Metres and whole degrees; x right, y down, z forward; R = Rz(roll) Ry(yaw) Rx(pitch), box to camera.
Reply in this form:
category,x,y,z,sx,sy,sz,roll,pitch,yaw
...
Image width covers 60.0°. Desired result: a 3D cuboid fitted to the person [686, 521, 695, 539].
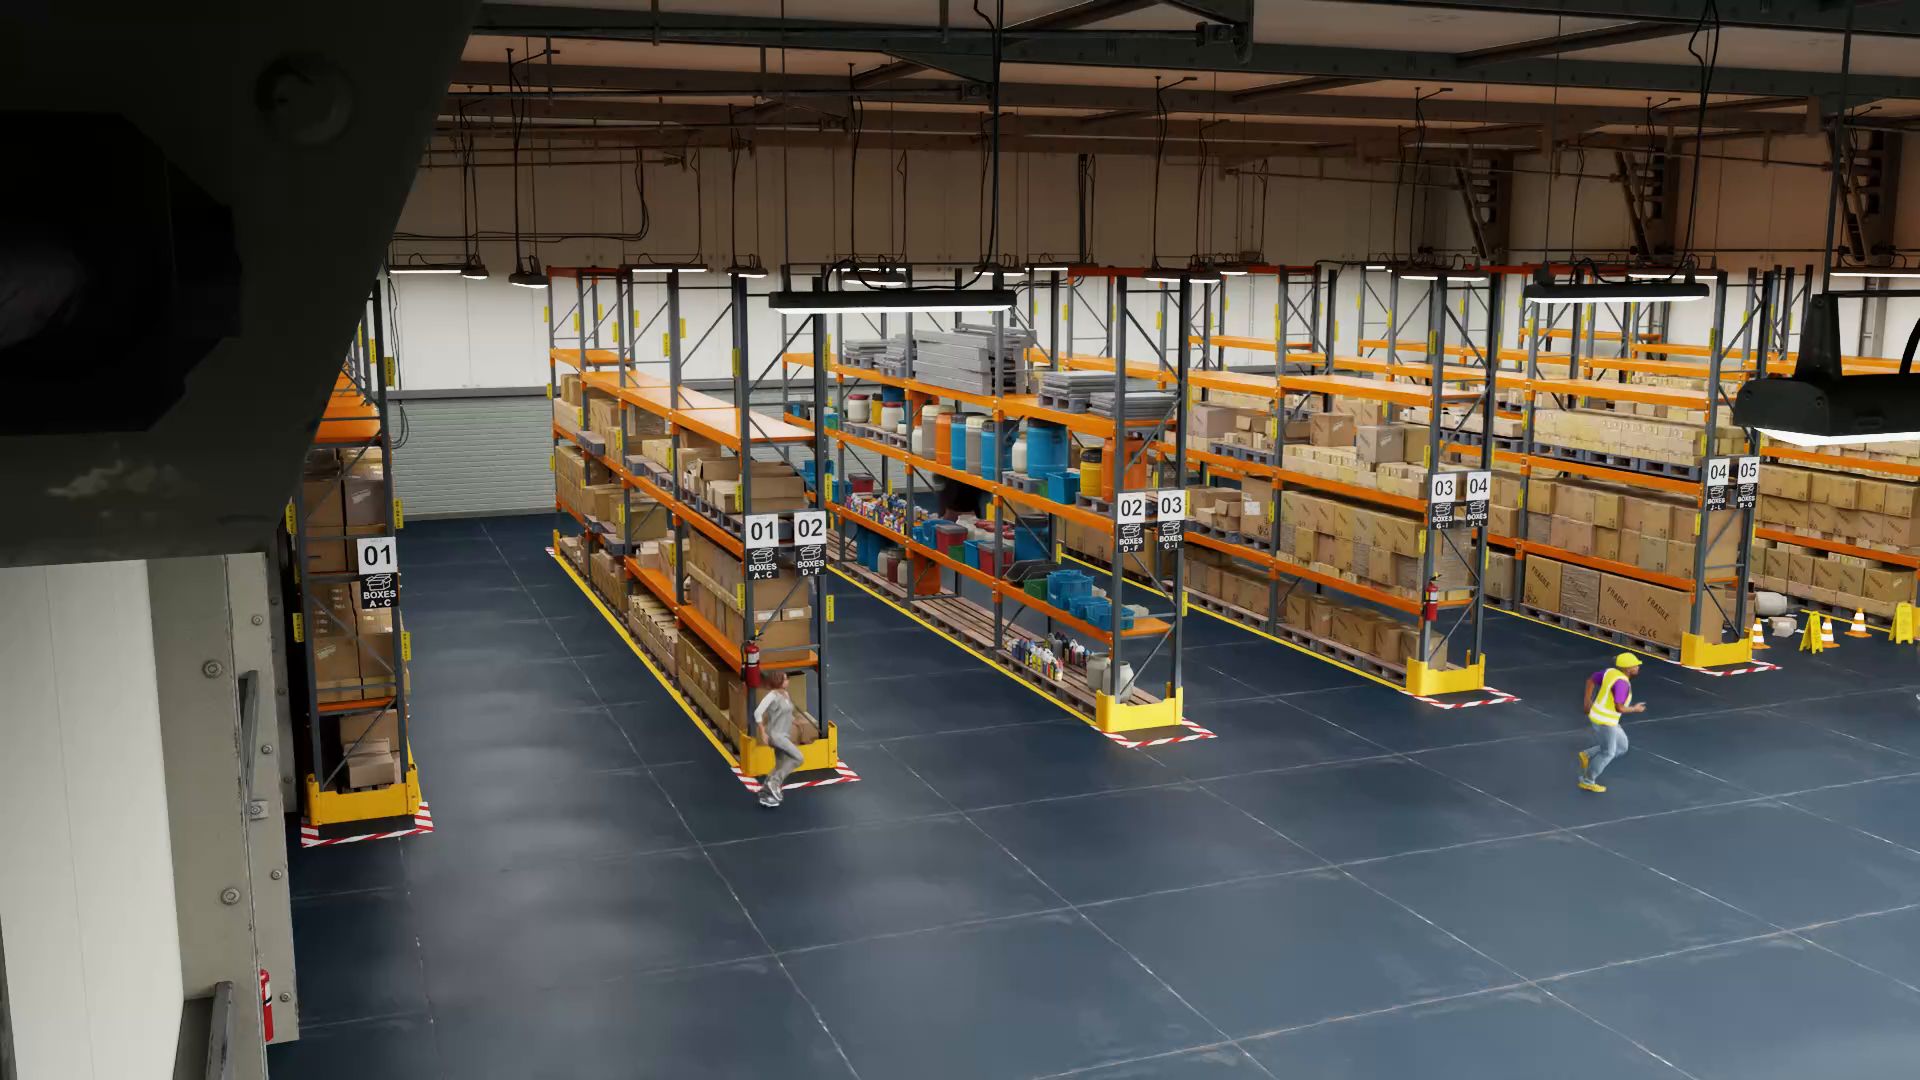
category,x,y,z,sx,sy,sz,roll,pitch,yaw
person,-5.634,-0.415,34.430,0.590,1.626,0.728,-5,11,-28

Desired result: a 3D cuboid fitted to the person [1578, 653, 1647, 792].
category,x,y,z,sx,sy,sz,roll,pitch,yaw
person,7.672,2.145,19.541,0.702,1.693,0.680,2,10,13

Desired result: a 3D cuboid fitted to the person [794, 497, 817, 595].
category,x,y,z,sx,sy,sz,roll,pitch,yaw
person,-2.793,0.062,29.655,0.562,1.722,0.809,-4,11,-23

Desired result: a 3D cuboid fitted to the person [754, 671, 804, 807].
category,x,y,z,sx,sy,sz,roll,pitch,yaw
person,-2.041,2.273,19.156,0.550,1.535,0.545,2,10,11
